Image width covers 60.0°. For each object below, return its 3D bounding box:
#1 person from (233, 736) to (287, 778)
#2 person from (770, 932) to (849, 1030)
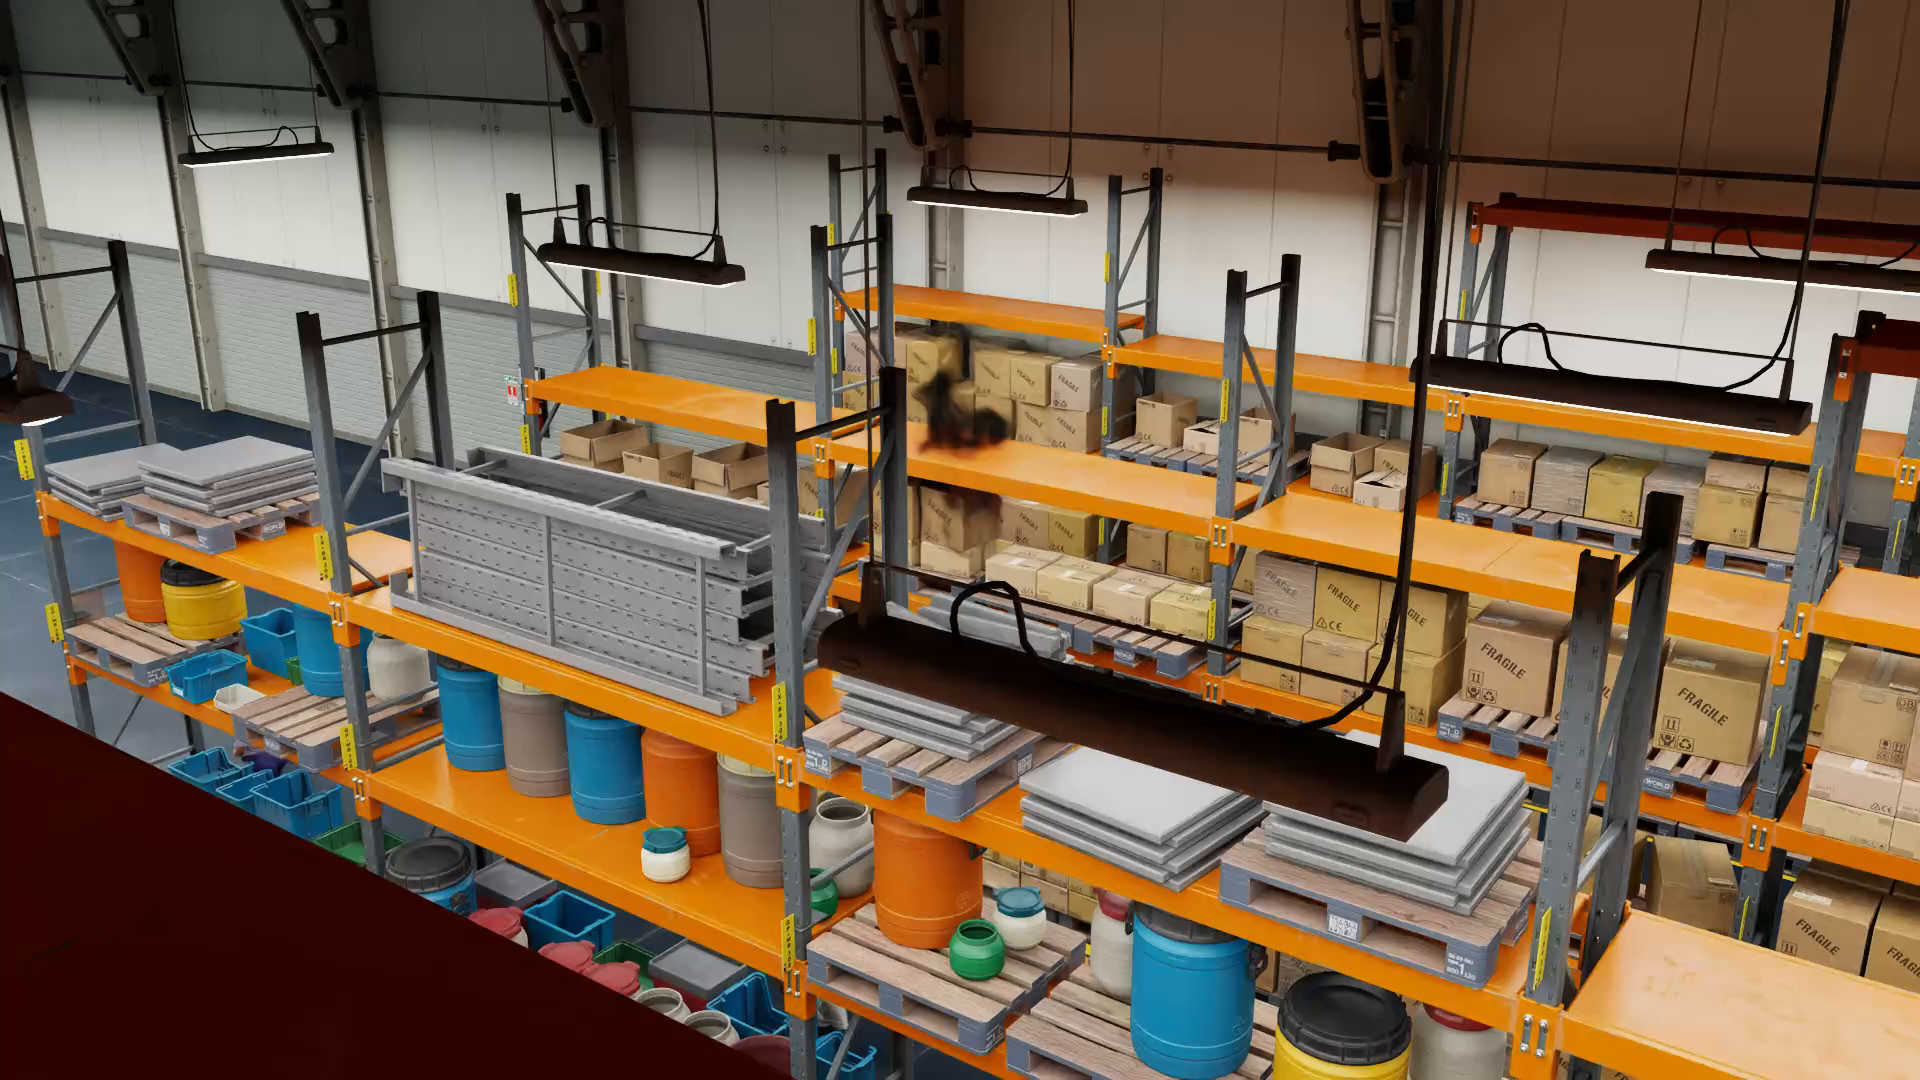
[{"bbox_3d":[-6.734,2.166,16.060,0.918,1.609,0.646,6,19,17],"label":"person"},{"bbox_3d":[-1.237,3.084,13.136,0.755,1.814,0.688,10,21,27],"label":"person"}]
